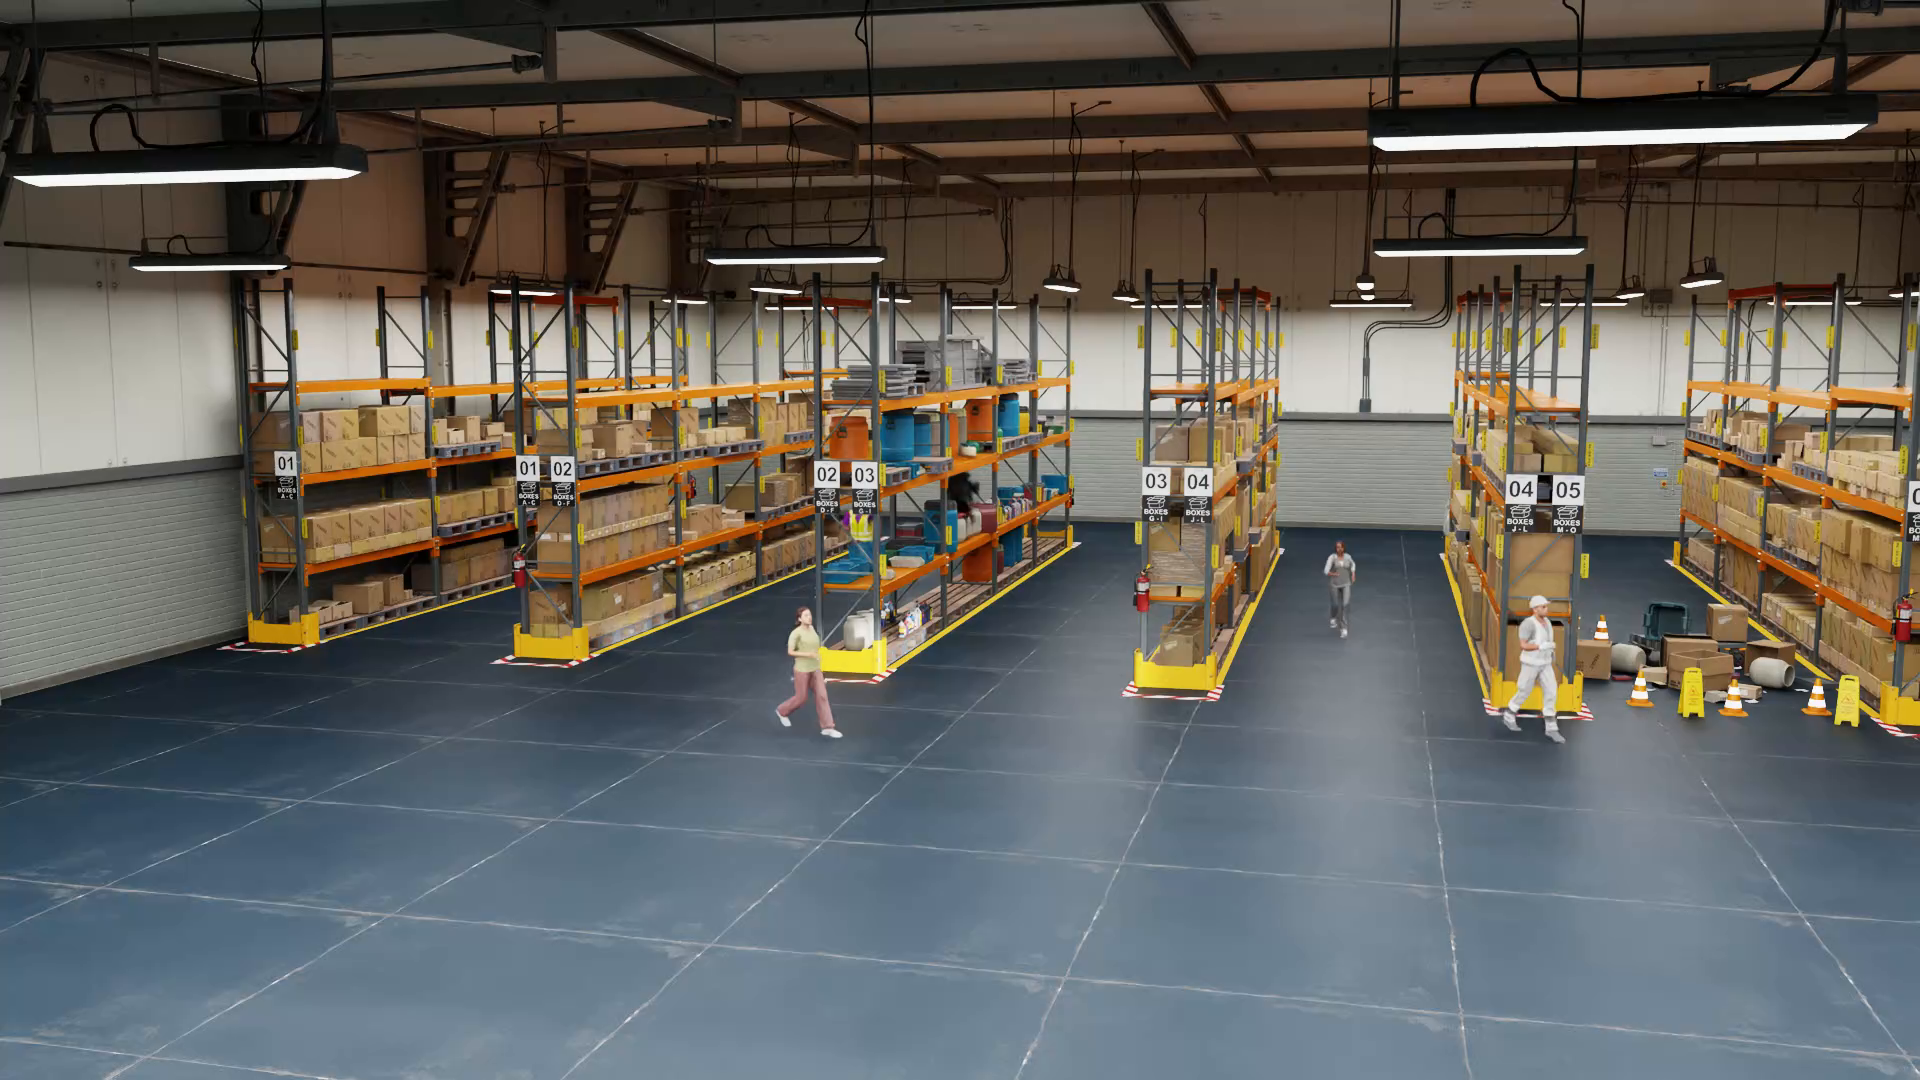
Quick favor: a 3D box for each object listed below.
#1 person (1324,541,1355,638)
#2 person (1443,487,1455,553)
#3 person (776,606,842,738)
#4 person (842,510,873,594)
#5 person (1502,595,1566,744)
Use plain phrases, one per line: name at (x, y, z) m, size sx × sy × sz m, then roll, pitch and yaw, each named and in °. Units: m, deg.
person at (6.485, 0.811, 28.381) m, size 0.548 × 1.610 × 0.868 m, roll 1°, pitch 7°, yaw 6°
person at (11.698, -0.491, 39.241) m, size 0.555 × 1.673 × 0.645 m, roll 0°, pitch 7°, yaw -1°
person at (-1.913, 1.644, 21.006) m, size 1.053 × 1.626 × 0.588 m, roll 6°, pitch 9°, yaw 40°
person at (-1.892, 0.060, 31.470) m, size 0.724 × 1.830 × 0.774 m, roll 2°, pitch 7°, yaw 13°
person at (7.238, 1.590, 20.876) m, size 0.662 × 1.809 × 0.872 m, roll -4°, pitch 8°, yaw -28°
